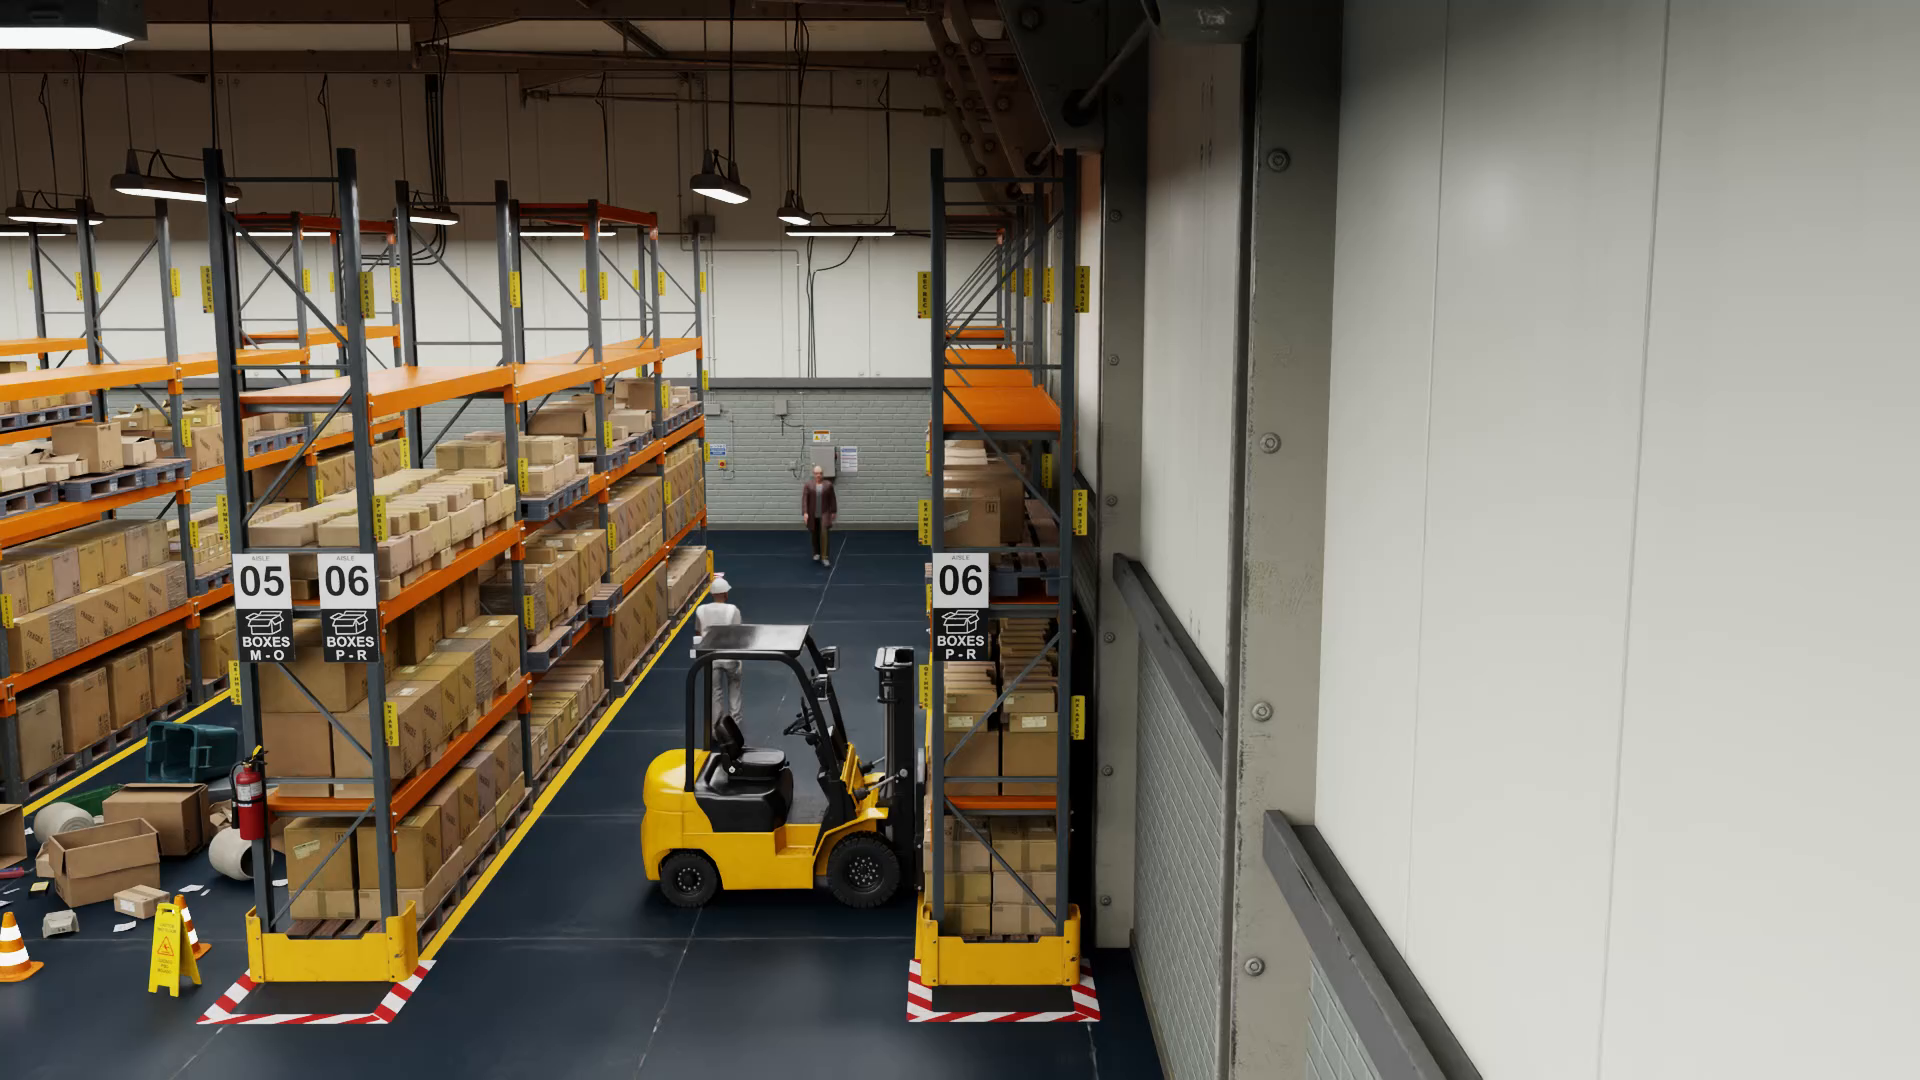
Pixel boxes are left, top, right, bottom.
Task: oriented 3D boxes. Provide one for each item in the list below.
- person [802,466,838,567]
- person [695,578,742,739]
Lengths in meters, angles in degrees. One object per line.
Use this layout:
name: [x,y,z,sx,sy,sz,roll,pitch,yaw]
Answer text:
person: [-2.511,-0.442,29.625,0.610,1.737,1.018,0,9,2]
person: [-2.687,1.327,18.584,0.532,1.824,0.607,-1,9,-7]
